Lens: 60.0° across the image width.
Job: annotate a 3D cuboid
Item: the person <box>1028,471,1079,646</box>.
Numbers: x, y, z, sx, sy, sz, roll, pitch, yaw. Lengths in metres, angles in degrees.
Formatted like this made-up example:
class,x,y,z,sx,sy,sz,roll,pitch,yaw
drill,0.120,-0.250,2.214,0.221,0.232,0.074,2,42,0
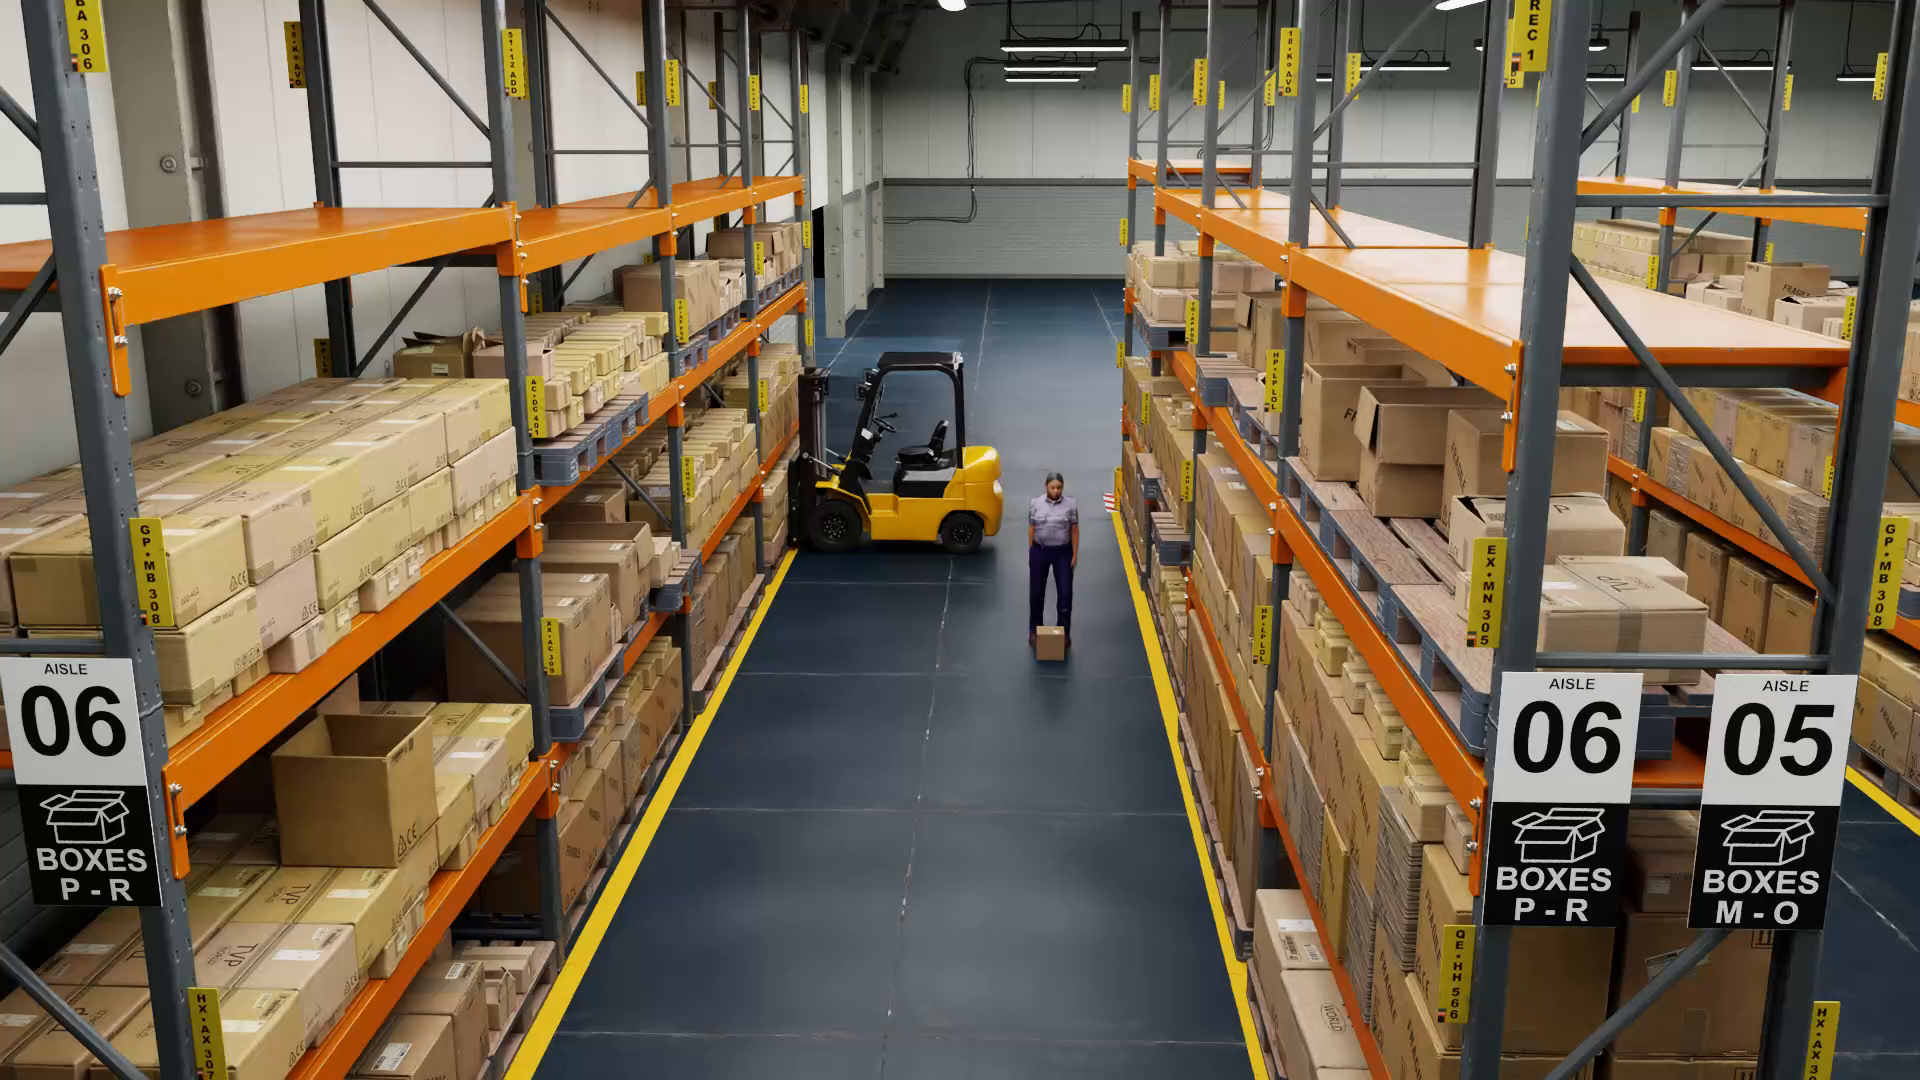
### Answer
class,x,y,z,sx,sy,sz,roll,pitch,yaw
person,0.867,0.164,15.407,0.472,1.645,0.340,1,14,3
